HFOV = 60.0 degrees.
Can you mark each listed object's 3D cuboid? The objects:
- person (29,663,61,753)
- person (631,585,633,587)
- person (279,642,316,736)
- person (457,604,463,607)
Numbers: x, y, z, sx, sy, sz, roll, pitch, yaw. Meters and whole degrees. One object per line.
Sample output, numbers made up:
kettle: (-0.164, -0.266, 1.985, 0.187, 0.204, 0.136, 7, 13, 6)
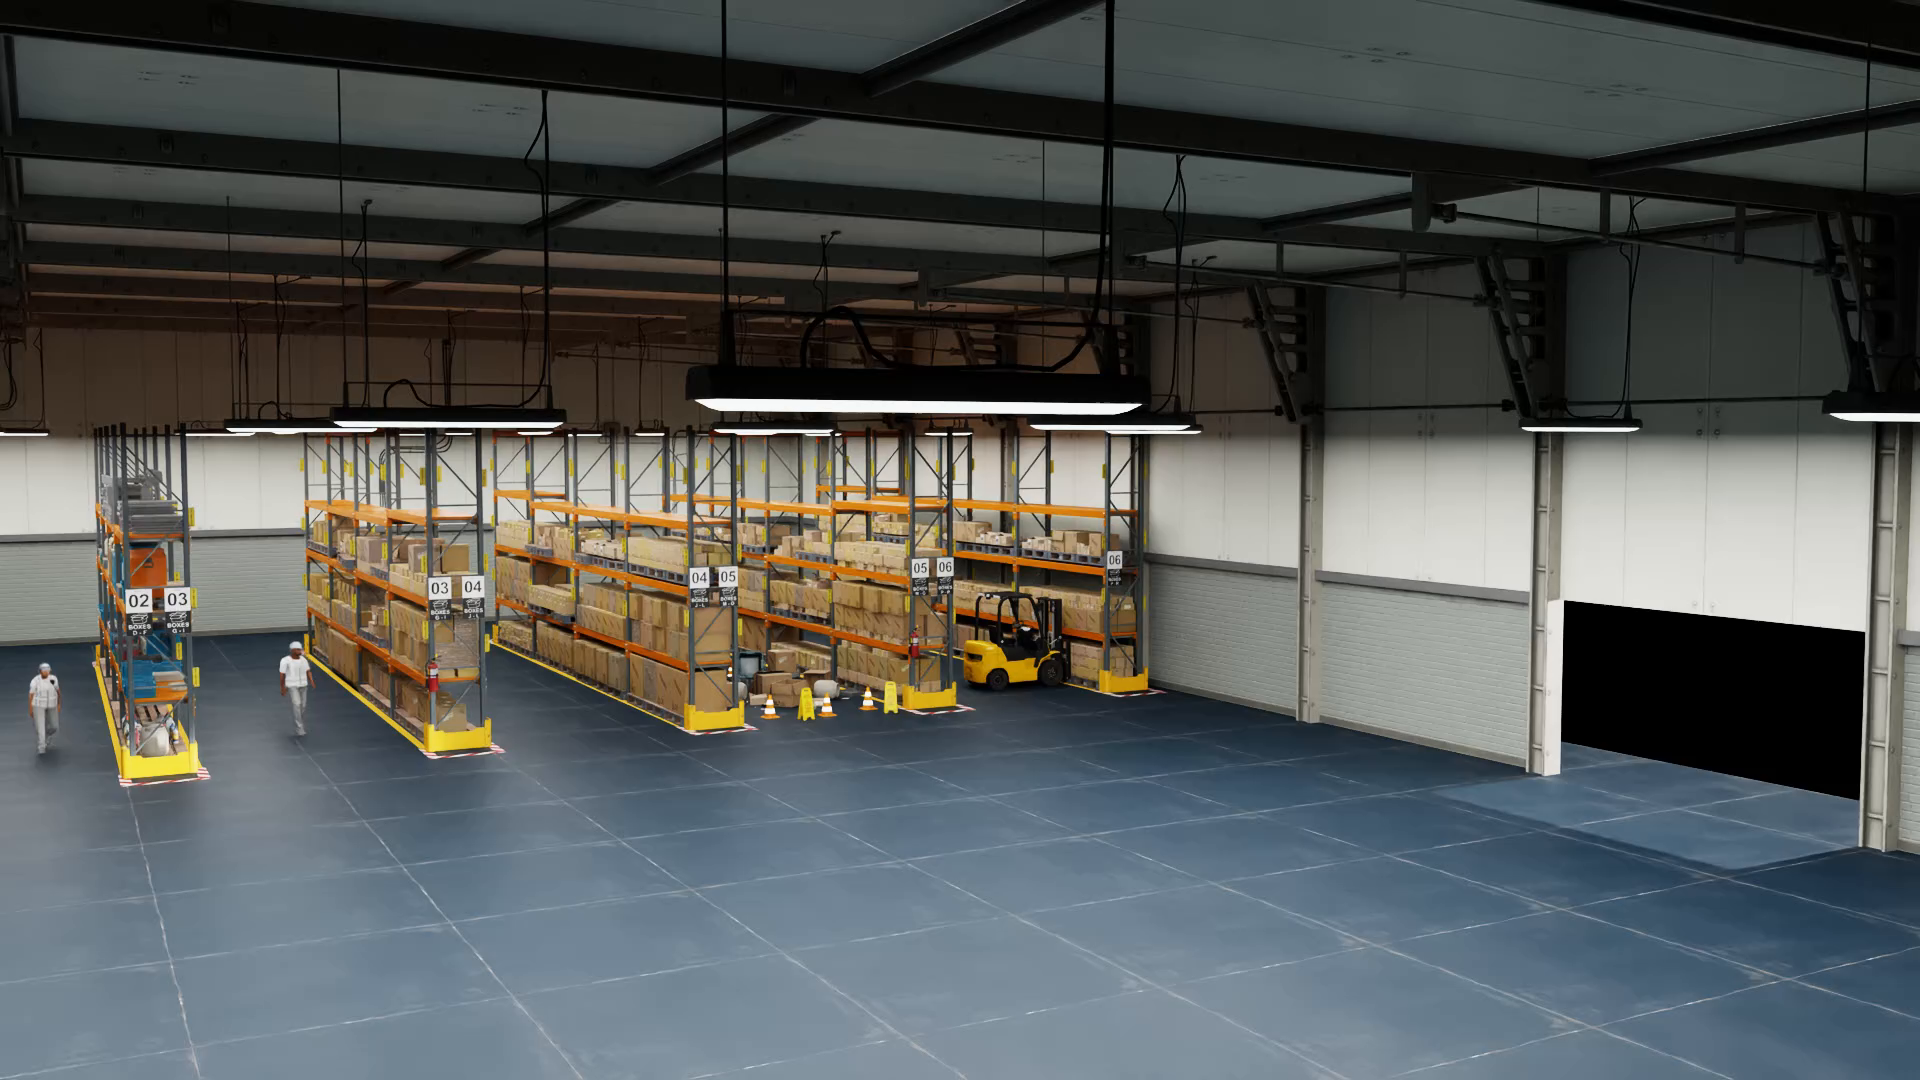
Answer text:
person: (-16.799, 3.056, 30.530, 0.514, 1.623, 0.862, -3, 5, -43)
person: (-9.187, 2.083, 45.814, 0.650, 1.721, 0.451, -3, 4, -36)
person: (-12.867, 2.886, 32.485, 0.728, 1.763, 0.588, 3, 4, 36)
person: (-12.721, 2.237, 42.878, 0.678, 1.717, 1.115, -2, 4, -33)
